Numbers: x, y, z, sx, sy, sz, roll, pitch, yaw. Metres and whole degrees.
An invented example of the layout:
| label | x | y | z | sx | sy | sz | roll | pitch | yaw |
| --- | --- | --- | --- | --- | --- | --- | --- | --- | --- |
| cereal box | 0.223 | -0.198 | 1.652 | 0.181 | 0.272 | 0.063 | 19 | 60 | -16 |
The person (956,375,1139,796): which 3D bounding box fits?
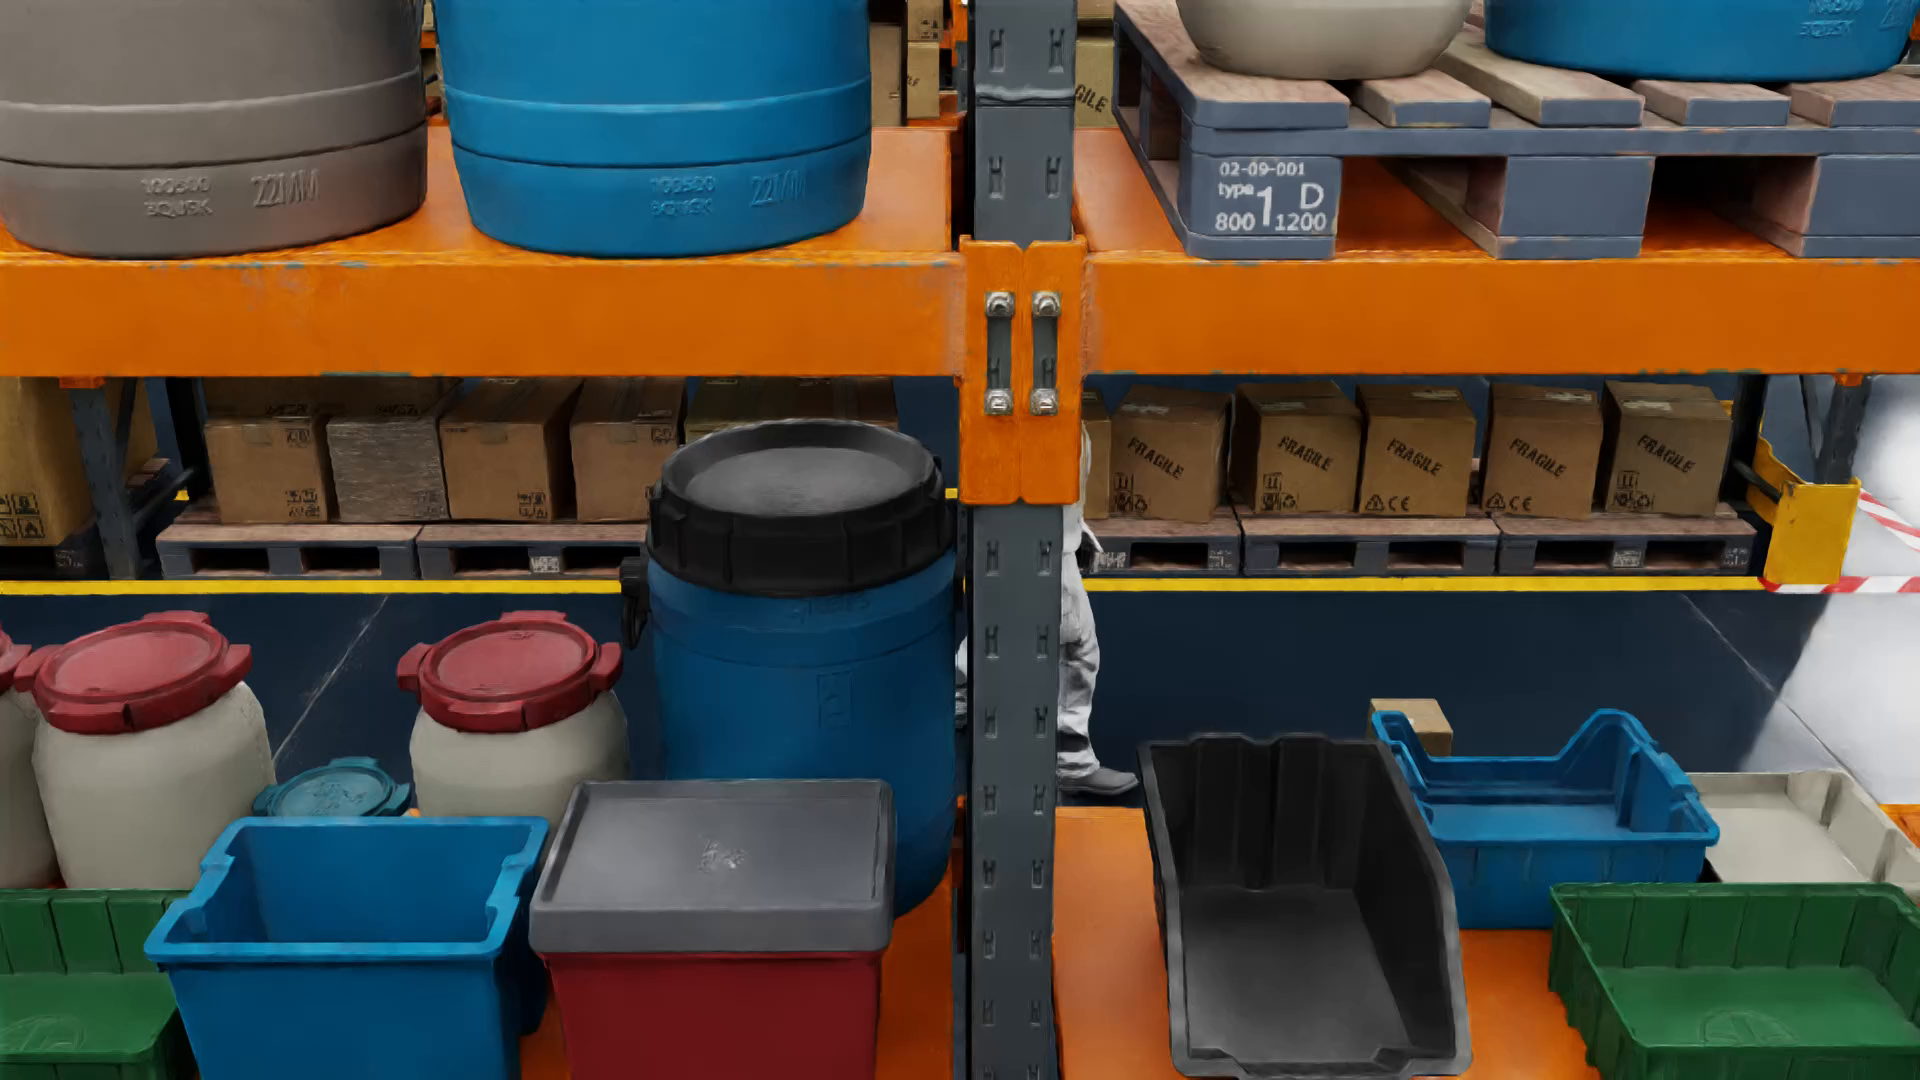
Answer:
| label | x | y | z | sx | sy | sz | roll | pitch | yaw |
| --- | --- | --- | --- | --- | --- | --- | --- | --- | --- |
| person | 0.295 | 0.029 | 6.046 | 0.805 | 1.755 | 0.611 | 4 | 24 | 8 |
